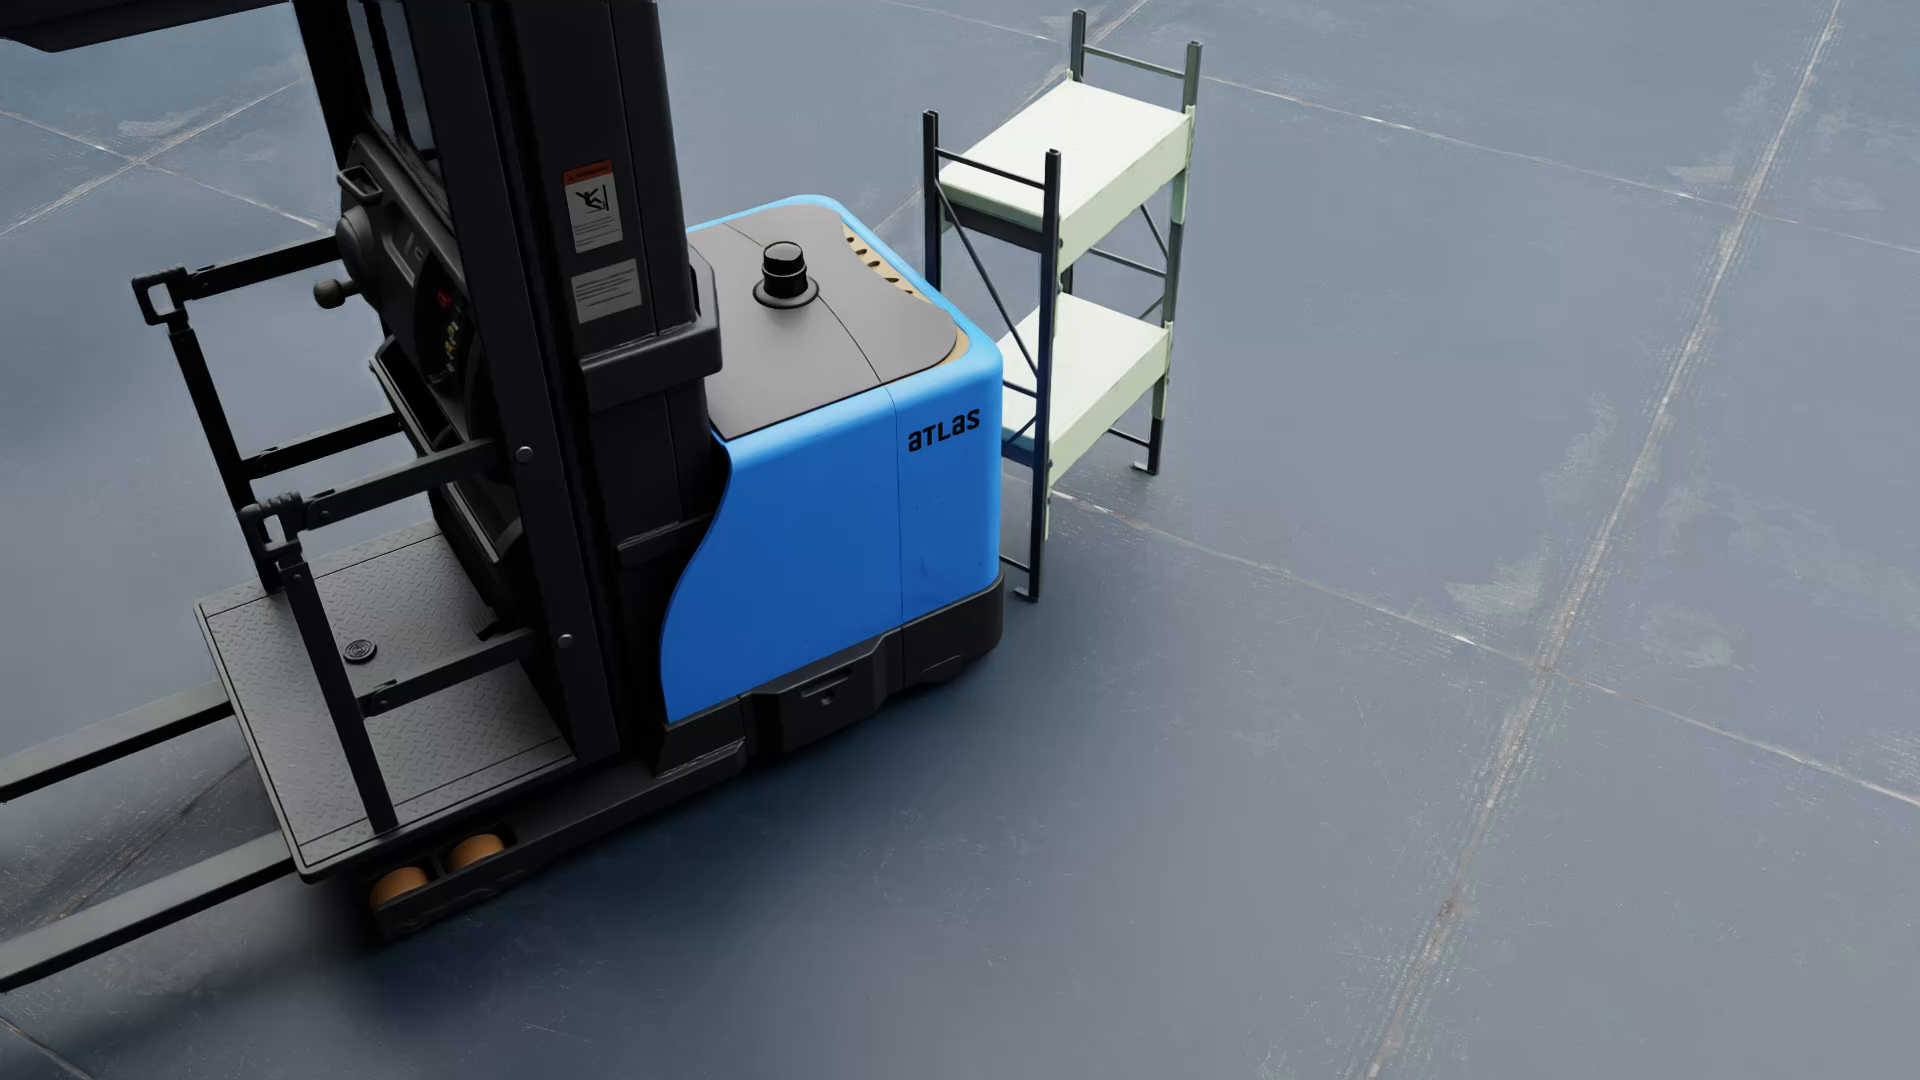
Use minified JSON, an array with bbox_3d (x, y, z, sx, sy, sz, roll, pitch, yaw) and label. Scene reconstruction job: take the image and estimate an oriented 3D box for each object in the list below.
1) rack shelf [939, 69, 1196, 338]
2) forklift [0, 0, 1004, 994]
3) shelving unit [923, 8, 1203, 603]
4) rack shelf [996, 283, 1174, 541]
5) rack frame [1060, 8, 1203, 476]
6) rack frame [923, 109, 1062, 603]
[{"bbox_3d":[0.282,-0.946,4.599,0.431,0.370,0.720,24,47,25],"label":"rack shelf"},{"bbox_3d":[-1.398,-0.525,3.628,3.031,2.935,1.130,-22,46,-23],"label":"forklift"},{"bbox_3d":[0.282,-0.653,4.856,0.431,1.500,0.755,24,47,25],"label":"shelving unit"},{"bbox_3d":[0.282,-0.408,5.072,0.431,0.370,0.720,24,47,25],"label":"rack shelf"},{"bbox_3d":[0.487,-0.853,5.084,0.400,1.500,0.023,24,47,25],"label":"rack frame"},{"bbox_3d":[0.077,-0.452,4.629,0.400,1.500,0.023,24,47,25],"label":"rack frame"}]
